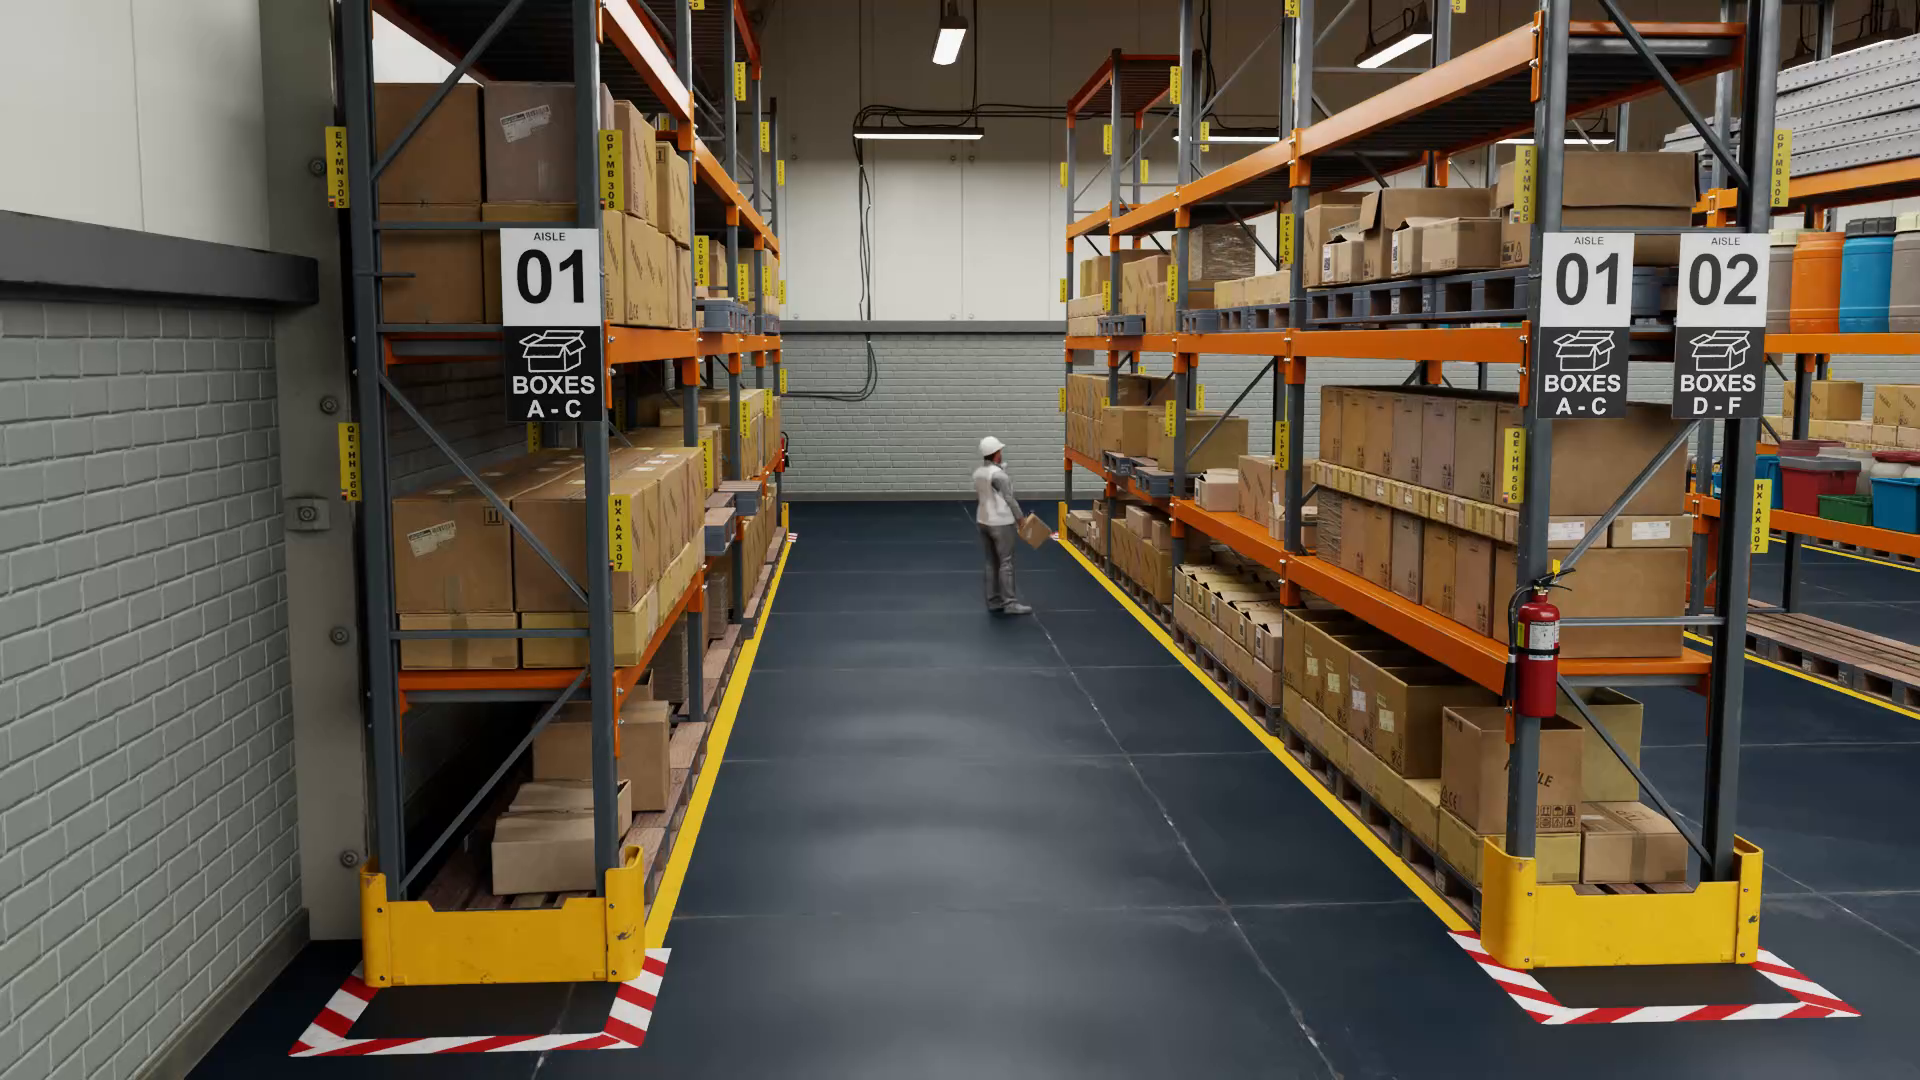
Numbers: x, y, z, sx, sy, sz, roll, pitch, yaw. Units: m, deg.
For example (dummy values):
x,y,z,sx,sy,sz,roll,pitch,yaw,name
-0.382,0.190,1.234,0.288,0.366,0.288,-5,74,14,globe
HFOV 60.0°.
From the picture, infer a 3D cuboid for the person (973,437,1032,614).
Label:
x,y,z,sx,sy,sz,roll,pitch,yaw,name
0.418,-0.159,16.893,0.478,1.776,0.576,-4,8,-31,person
